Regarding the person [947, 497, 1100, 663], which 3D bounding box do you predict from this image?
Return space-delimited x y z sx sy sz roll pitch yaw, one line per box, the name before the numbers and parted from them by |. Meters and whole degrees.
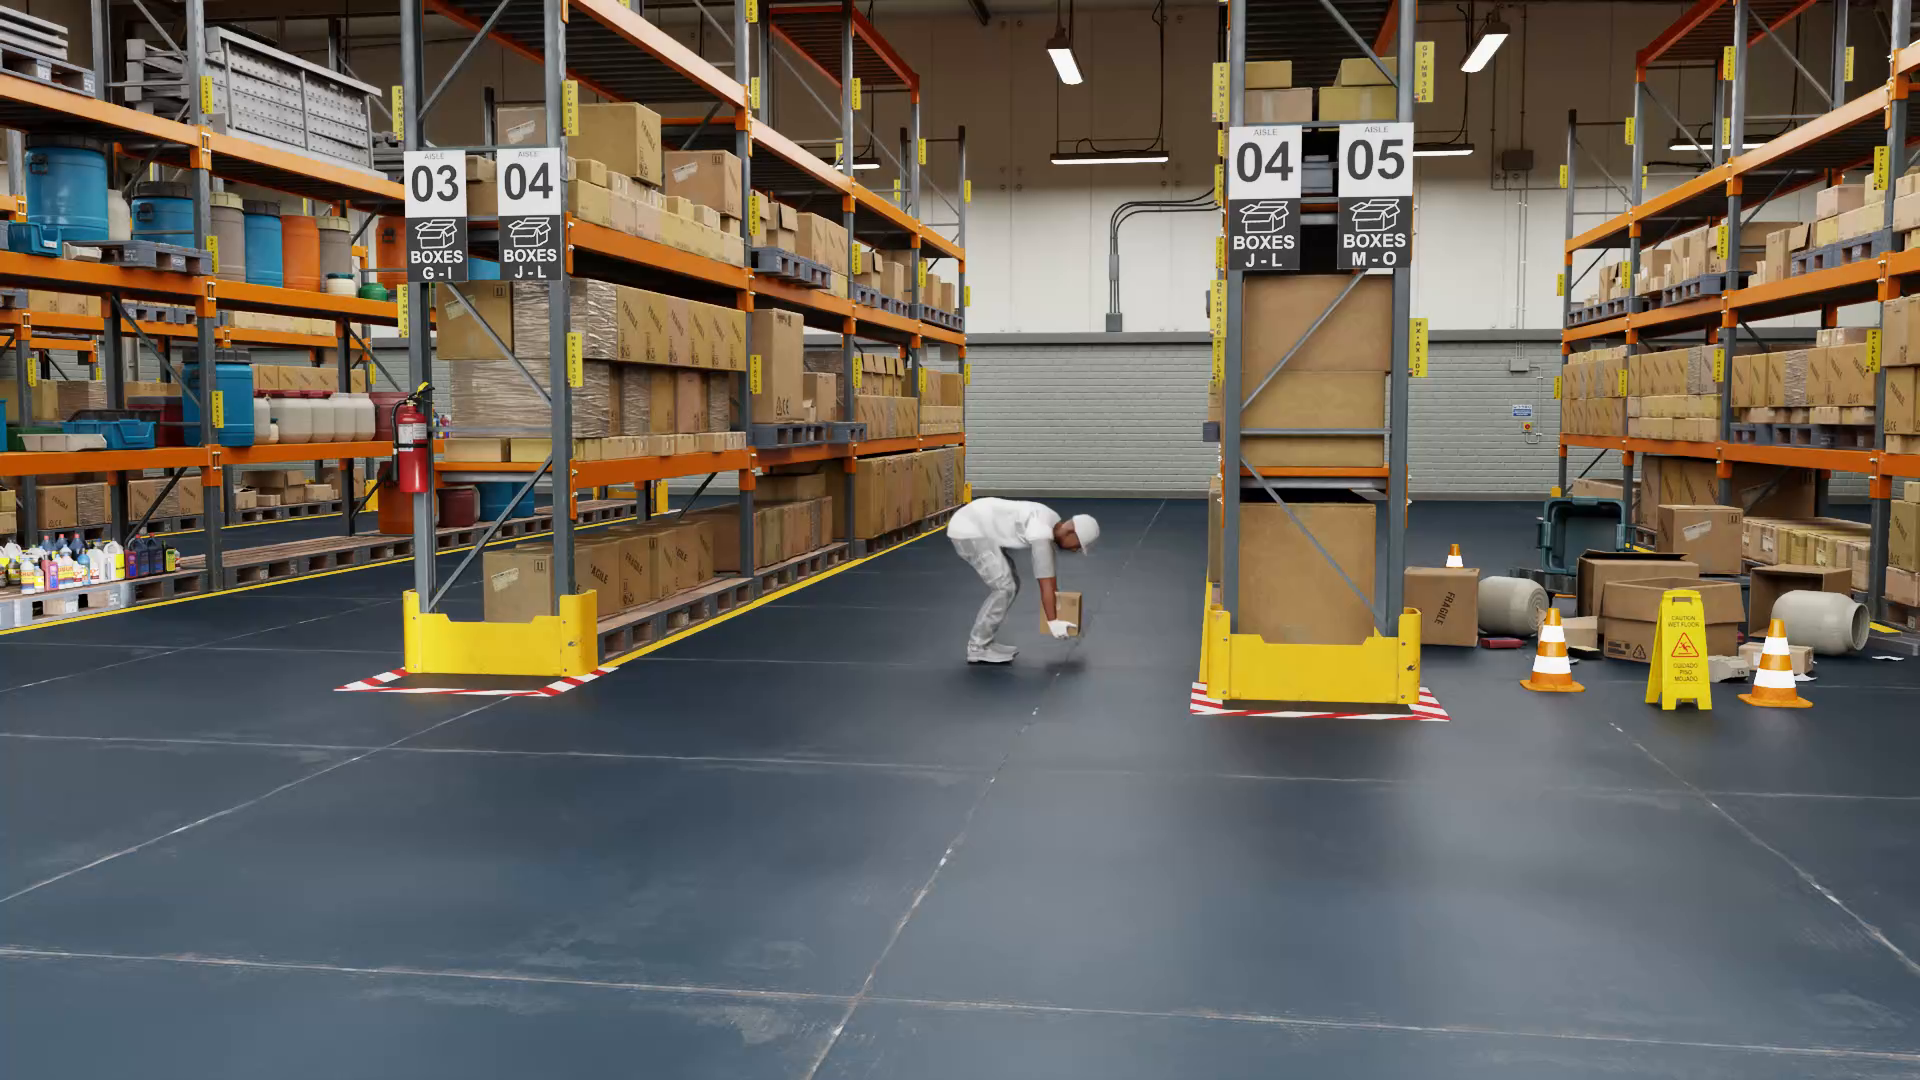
person | 0.410 0.252 10.831 0.991 1.063 0.511 0 4 6
